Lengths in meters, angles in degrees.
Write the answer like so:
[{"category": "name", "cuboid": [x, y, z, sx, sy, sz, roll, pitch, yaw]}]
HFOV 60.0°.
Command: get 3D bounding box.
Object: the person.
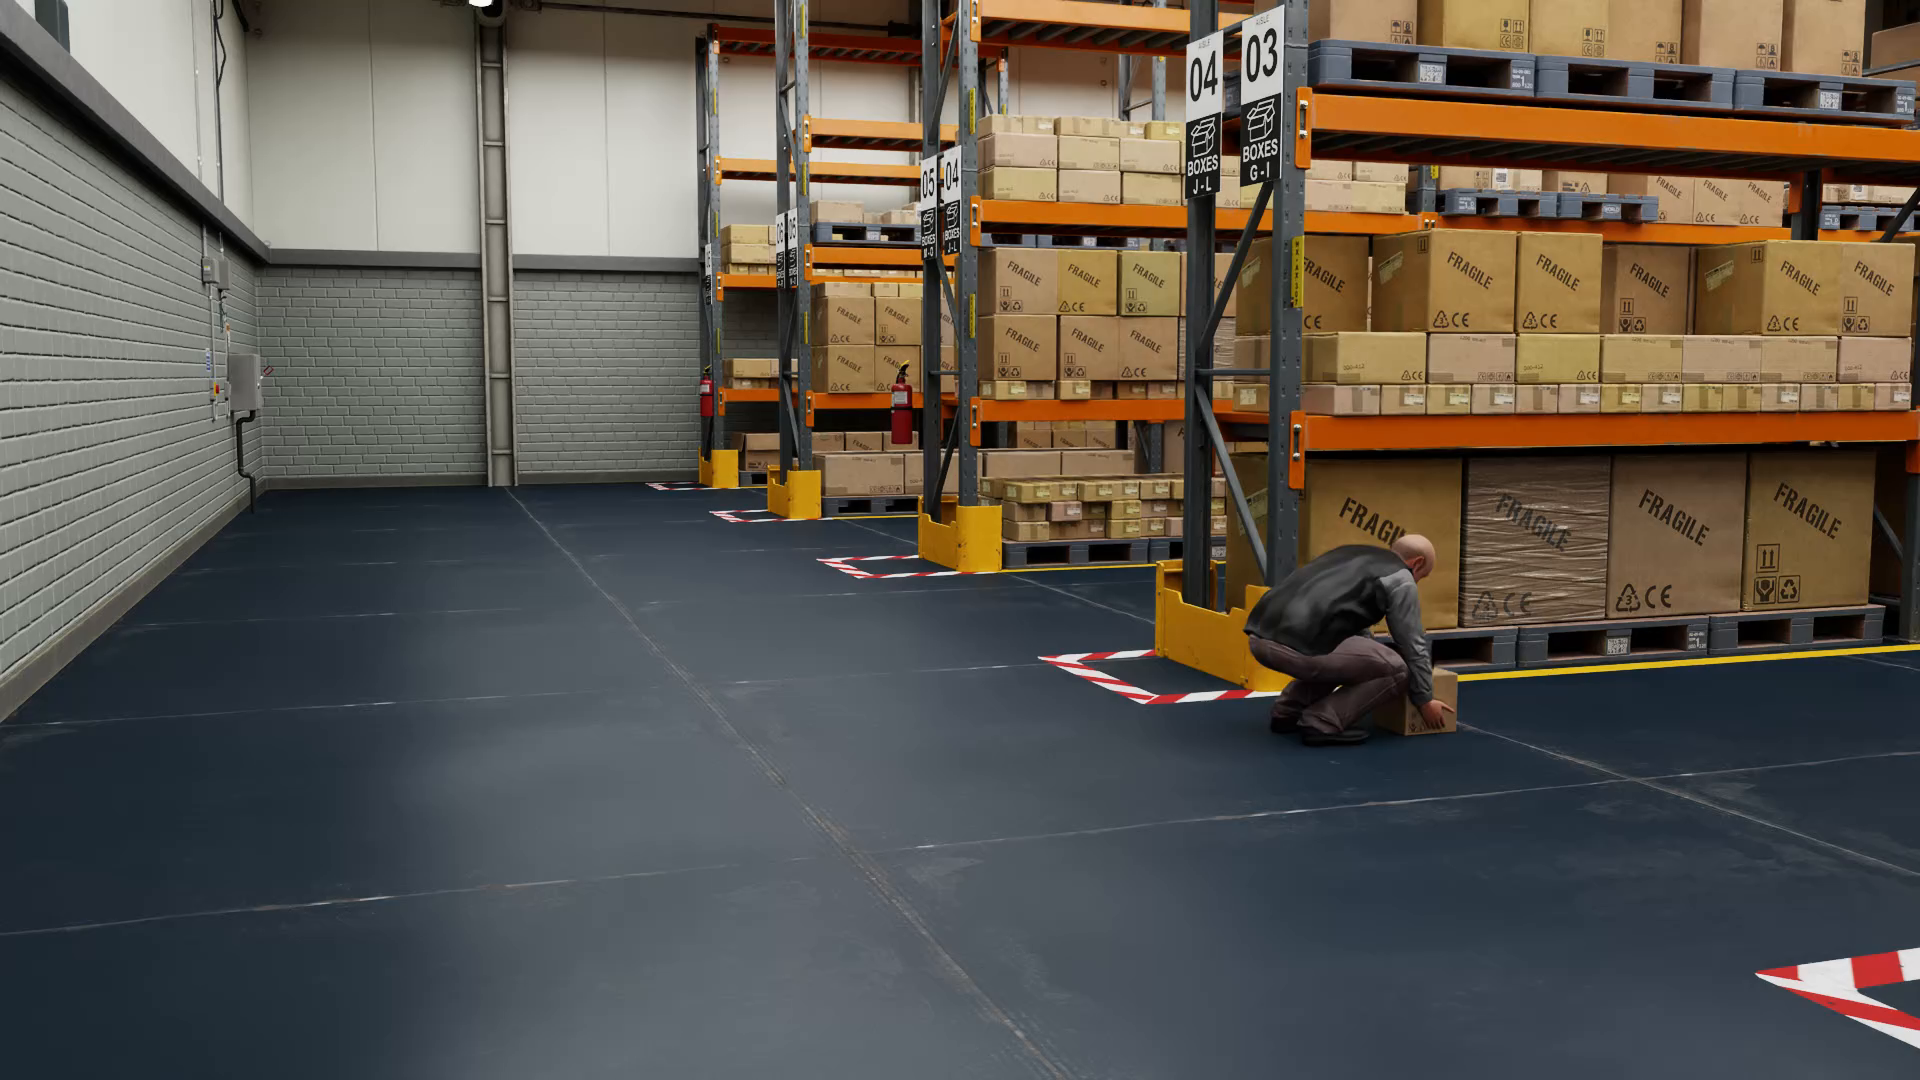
[{"category": "person", "cuboid": [1.617, 0.407, 6.936, 0.877, 0.832, 0.530, -2, 6, -19]}]
